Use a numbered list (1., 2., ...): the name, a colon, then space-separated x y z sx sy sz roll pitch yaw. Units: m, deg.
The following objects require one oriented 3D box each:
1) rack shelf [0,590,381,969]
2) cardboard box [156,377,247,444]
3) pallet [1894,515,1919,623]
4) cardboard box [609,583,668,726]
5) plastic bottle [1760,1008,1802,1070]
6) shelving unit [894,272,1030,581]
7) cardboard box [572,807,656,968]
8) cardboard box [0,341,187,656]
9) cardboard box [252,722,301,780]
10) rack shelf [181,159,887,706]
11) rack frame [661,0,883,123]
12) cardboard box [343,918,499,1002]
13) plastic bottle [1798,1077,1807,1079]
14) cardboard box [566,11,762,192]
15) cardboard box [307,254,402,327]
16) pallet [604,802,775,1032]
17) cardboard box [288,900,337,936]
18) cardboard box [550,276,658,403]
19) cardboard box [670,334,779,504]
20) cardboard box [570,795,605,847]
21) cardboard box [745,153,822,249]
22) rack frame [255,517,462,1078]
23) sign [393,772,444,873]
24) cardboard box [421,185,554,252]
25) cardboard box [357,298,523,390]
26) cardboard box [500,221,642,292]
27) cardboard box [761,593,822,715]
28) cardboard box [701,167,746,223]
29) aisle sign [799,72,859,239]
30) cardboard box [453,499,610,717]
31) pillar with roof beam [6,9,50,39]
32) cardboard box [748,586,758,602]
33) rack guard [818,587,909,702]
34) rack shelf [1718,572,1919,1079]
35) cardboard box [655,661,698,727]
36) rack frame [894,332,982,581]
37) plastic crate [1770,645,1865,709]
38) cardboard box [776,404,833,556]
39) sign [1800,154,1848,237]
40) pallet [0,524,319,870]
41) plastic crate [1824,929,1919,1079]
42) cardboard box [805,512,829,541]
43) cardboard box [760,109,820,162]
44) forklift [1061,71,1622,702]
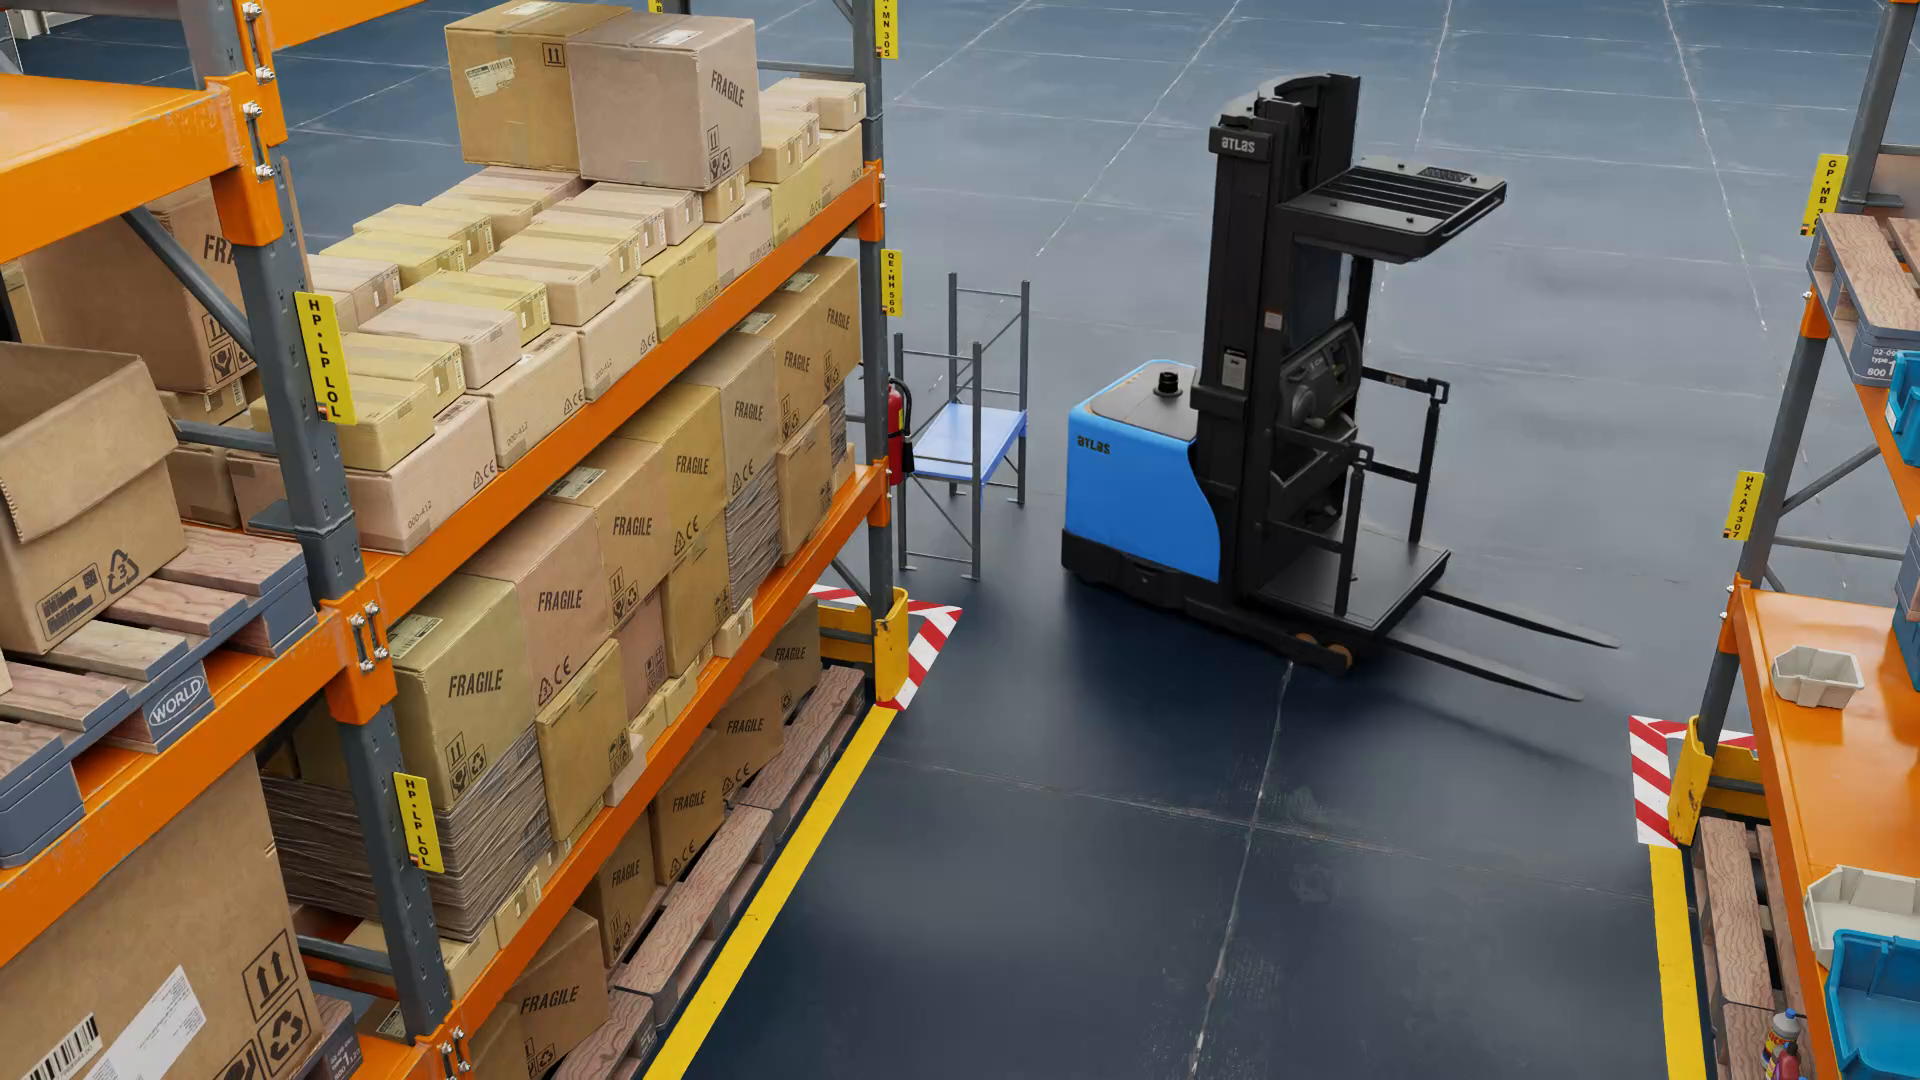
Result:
1. rack shelf: -2.606 1.141 2.768 1.077 0.370 4.000 8 30 15
2. cardboard box: -2.200 -0.404 4.549 0.380 0.149 0.250 9 30 16
3. pallet: 2.834 0.337 3.667 1.213 0.211 1.003 8 30 15
4. cardboard box: -1.597 0.360 6.109 0.875 0.500 0.500 8 30 15
5. plastic bottle: 3.060 1.854 6.186 0.097 0.271 0.097 0 29 0
6. shelving unit: 0.025 -0.695 9.957 0.538 1.500 1.048 8 30 15
7. cardboard box: -1.595 1.370 6.842 0.500 0.500 0.500 6 30 10
8. cardboard box: -2.252 -0.127 3.770 0.797 0.503 0.637 7 30 12
9. cardboard box: -2.150 0.349 5.100 0.500 0.500 0.500 8 30 15
10. rack shelf: -1.432 -0.718 6.110 1.077 0.370 4.000 8 30 15
11. rack frame: -0.845 -3.273 6.876 1.000 3.000 0.127 8 30 15
12. cardboard box: -1.668 1.261 5.157 0.380 0.149 0.250 8 30 15
13. plastic bottle: 2.959 2.013 5.900 0.097 0.271 0.097 0 29 0
14. cardboard box: -1.058 -1.598 6.028 0.500 0.500 0.500 8 30 15
15. cardboard box: -1.987 -0.776 5.218 0.380 0.149 0.250 8 30 13
16. pallet: -1.499 1.540 7.264 1.003 0.211 1.213 8 30 15
17. cardboard box: -2.237 1.176 5.309 0.380 0.149 0.250 8 30 15
18. cardboard box: -1.336 -0.686 5.466 0.500 0.250 0.500 7 30 13
19. cardboard box: -1.061 -0.506 6.636 0.500 0.500 0.500 8 30 15
20. cardboard box: -1.471 0.909 5.790 0.380 0.149 0.250 8 30 15
21. cardboard box: -0.887 -1.404 6.756 0.500 0.250 0.500 9 30 15
22. rack frame: -2.019 1.208 4.993 1.000 3.000 0.127 8 30 15
23. sign: -1.487 0.779 4.572 0.100 0.325 0.005 8 30 15
24. cardboard box: -1.655 -1.130 5.854 0.380 0.149 0.250 7 30 13
25. cardboard box: -1.516 -0.576 4.858 0.380 0.149 0.250 9 30 15
26. cardboard box: -1.282 -0.930 5.495 0.380 0.149 0.250 8 30 14
27. cardboard box: -1.044 0.546 8.323 0.500 0.500 0.500 14 32 24
28. cardboard box: -1.017 -1.293 6.148 0.380 0.149 0.250 7 30 12
29. aisle sign: -0.540 -1.773 7.678 0.394 0.787 0.004 8 30 15
30. cardboard box: -1.499 0.192 5.382 0.500 0.500 0.500 8 30 15
31. pillar with roof beam: -8.493 -10.161 19.258 9.100 9.000 0.400 8 30 15
32. cardboard box: -1.083 0.204 7.056 0.380 0.149 0.250 8 30 15
33. rack guard: -0.867 0.477 8.879 1.175 0.500 0.348 8 30 15
34. rack shelf: 3.303 1.300 5.568 1.077 0.370 4.000 8 30 15
35. cardboard box: -1.241 0.562 6.413 0.380 0.149 0.250 8 30 15
36. rack frame: -0.124 -0.459 9.532 0.500 1.500 0.032 8 30 15
37. plastic crate: 3.320 0.541 6.463 0.298 0.136 0.250 8 30 15
38. cardboard box: -1.065 -0.324 7.337 0.875 0.500 0.500 8 30 15
39. sign: 3.365 -1.340 6.478 0.100 0.325 0.005 8 30 15
40. pallet: -2.302 0.251 3.821 1.213 0.211 1.003 8 30 15
41. plastic crate: 2.781 1.427 4.753 0.499 0.251 0.616 8 30 15
42. cardboard box: -0.829 -0.140 7.674 0.380 0.149 0.250 8 30 15
43. cardboard box: -0.792 -1.650 6.789 0.380 0.149 0.250 7 30 13
44. forklift: 2.088 -0.842 8.749 3.031 2.935 1.130 20 35 31
